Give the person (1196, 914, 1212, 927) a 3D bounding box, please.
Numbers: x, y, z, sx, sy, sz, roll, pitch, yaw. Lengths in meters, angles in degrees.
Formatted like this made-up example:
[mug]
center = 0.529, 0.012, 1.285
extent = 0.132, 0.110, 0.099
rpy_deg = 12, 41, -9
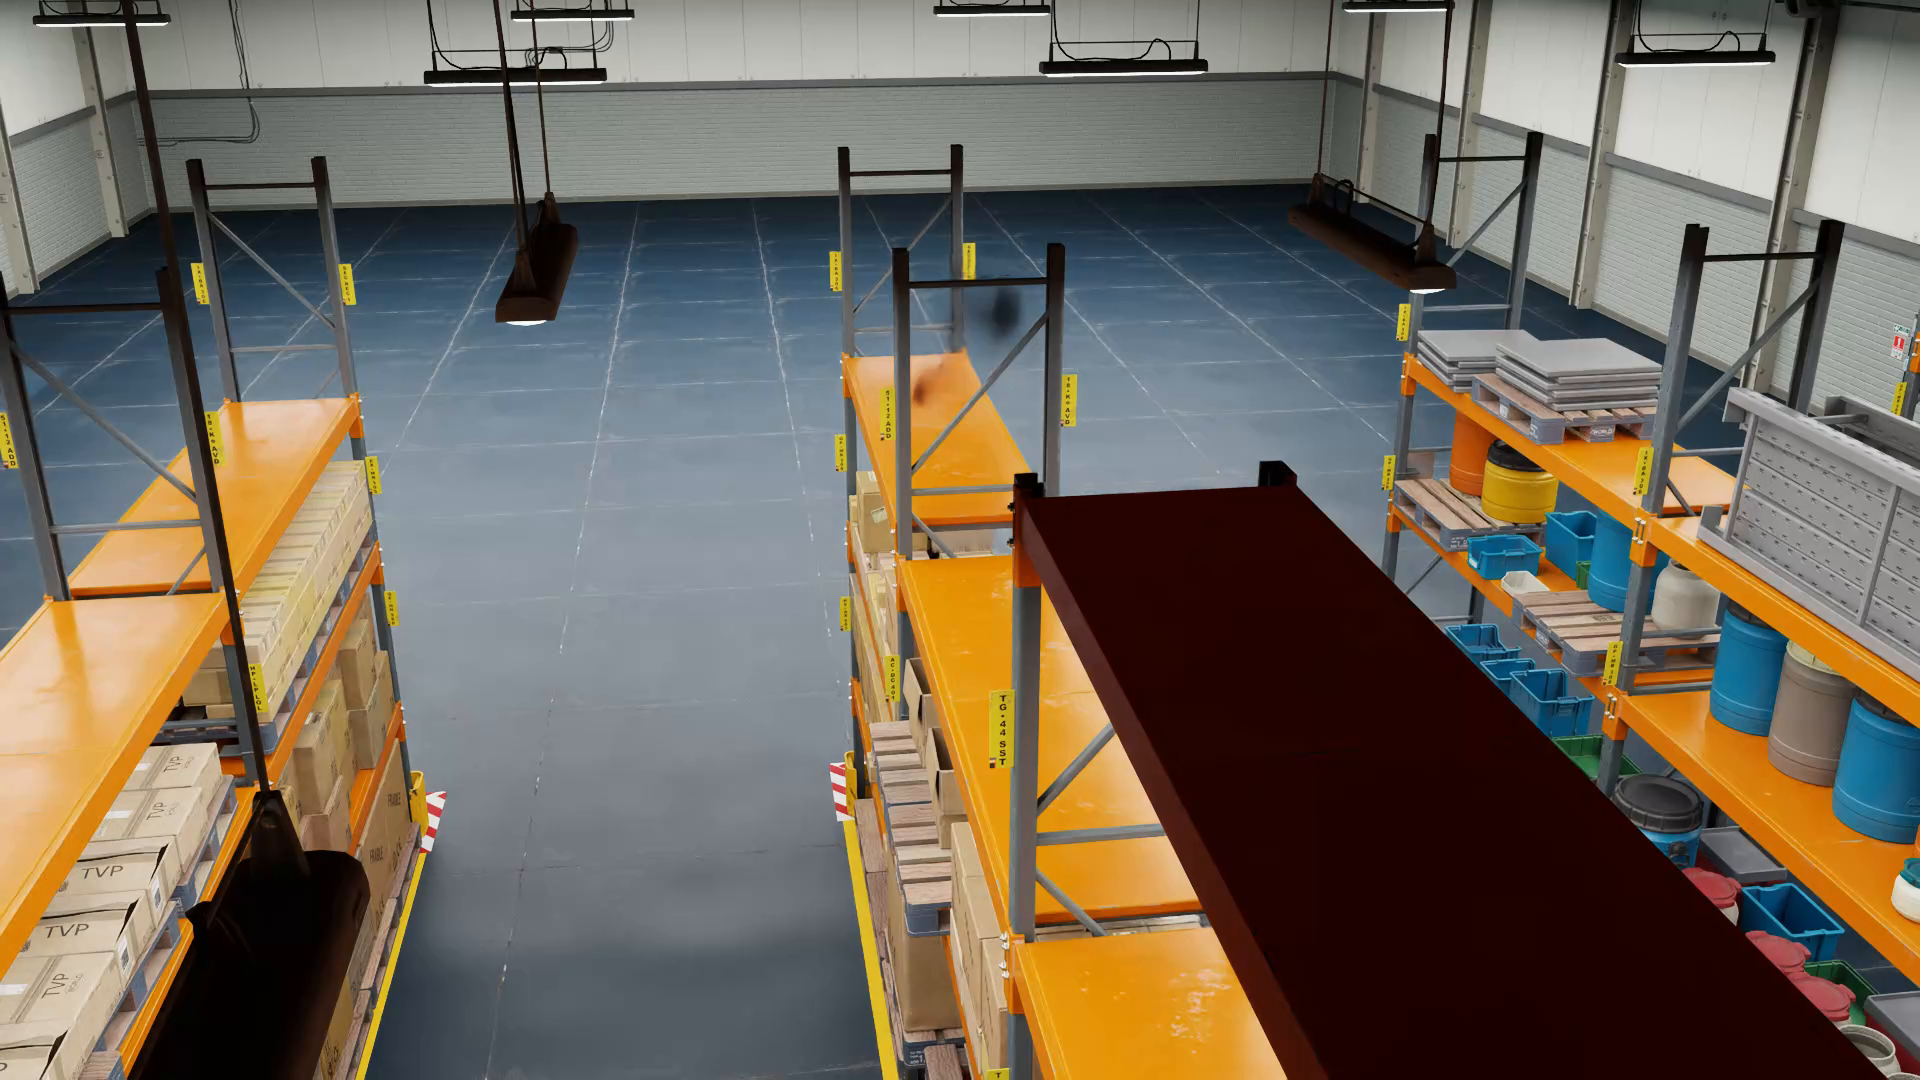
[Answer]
[person]
center = 2.009, 2.399, 13.461
extent = 0.554, 1.594, 0.688
rpy_deg = -7, 23, -16
